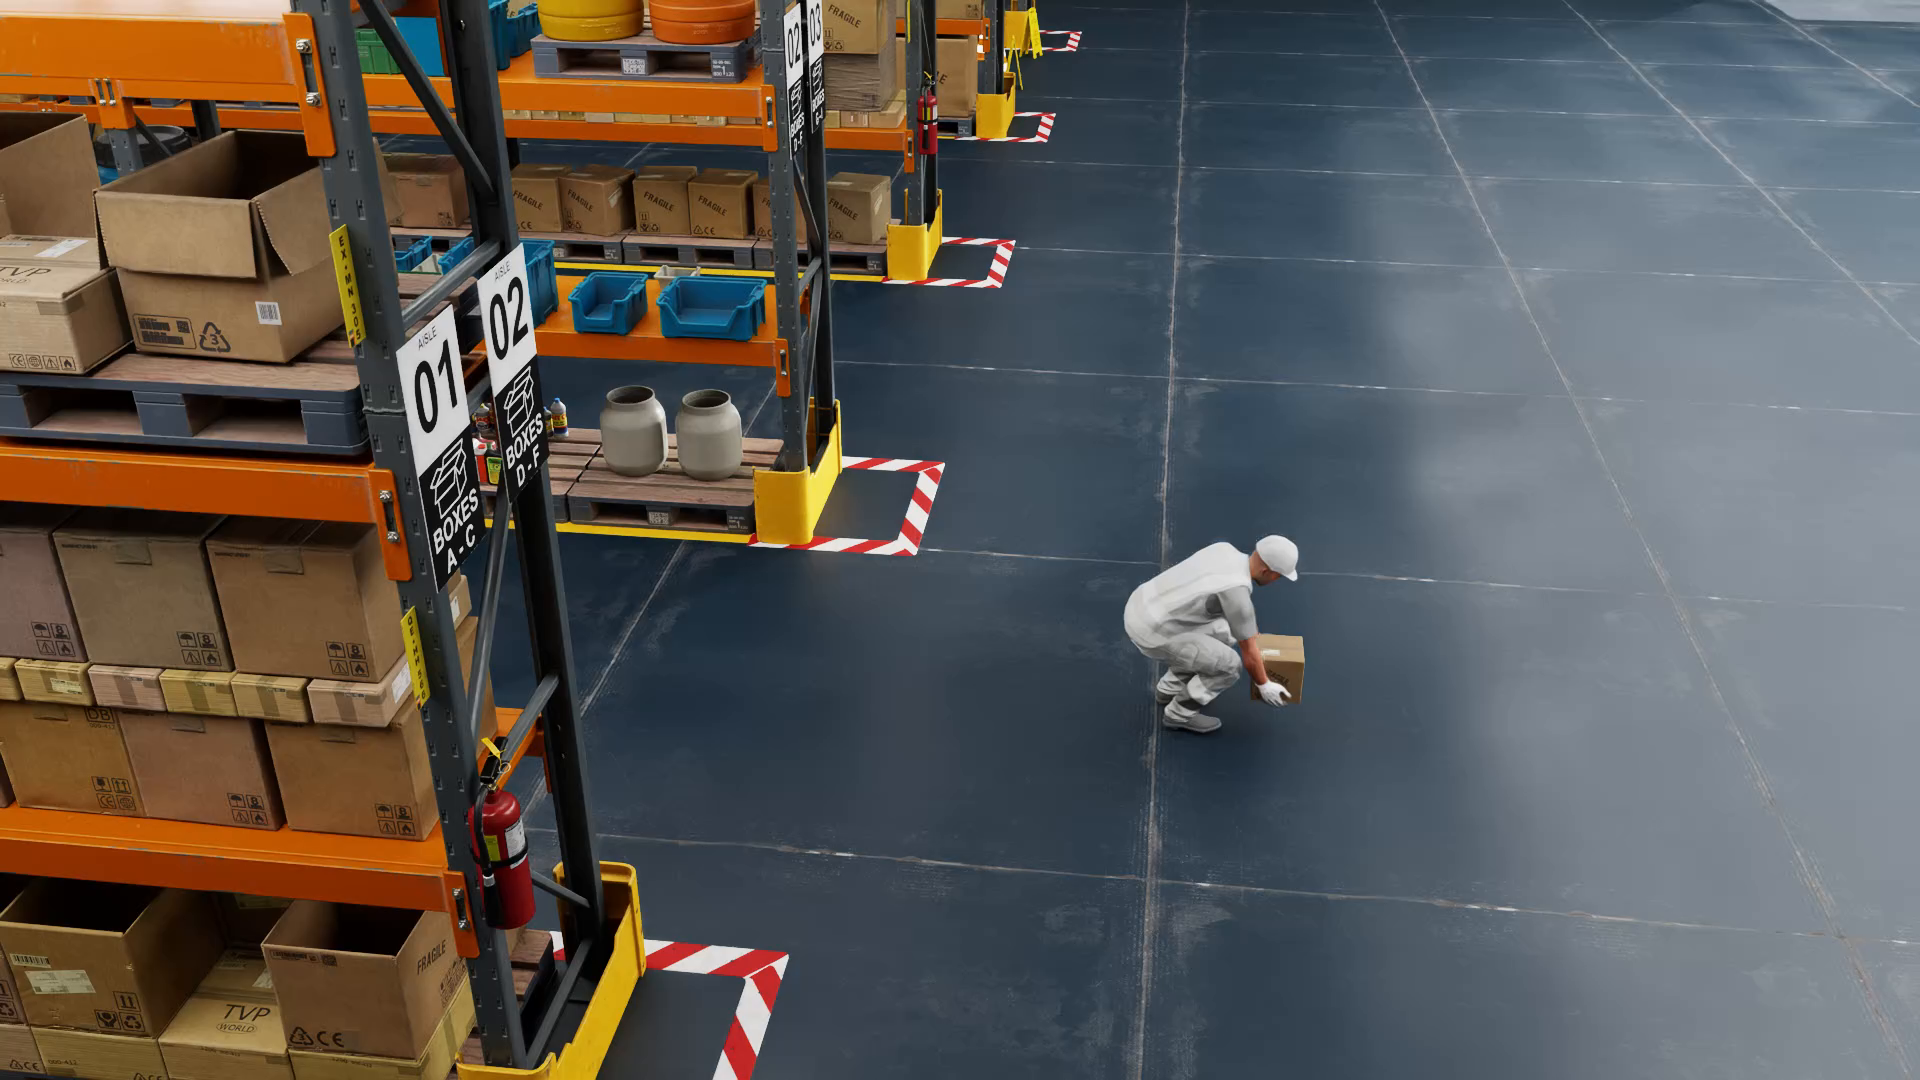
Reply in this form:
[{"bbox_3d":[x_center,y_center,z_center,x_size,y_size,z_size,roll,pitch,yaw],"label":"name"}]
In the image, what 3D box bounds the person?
[{"bbox_3d":[1.276,0.444,8.550,0.867,1.056,0.570,3,28,6],"label":"person"}]
